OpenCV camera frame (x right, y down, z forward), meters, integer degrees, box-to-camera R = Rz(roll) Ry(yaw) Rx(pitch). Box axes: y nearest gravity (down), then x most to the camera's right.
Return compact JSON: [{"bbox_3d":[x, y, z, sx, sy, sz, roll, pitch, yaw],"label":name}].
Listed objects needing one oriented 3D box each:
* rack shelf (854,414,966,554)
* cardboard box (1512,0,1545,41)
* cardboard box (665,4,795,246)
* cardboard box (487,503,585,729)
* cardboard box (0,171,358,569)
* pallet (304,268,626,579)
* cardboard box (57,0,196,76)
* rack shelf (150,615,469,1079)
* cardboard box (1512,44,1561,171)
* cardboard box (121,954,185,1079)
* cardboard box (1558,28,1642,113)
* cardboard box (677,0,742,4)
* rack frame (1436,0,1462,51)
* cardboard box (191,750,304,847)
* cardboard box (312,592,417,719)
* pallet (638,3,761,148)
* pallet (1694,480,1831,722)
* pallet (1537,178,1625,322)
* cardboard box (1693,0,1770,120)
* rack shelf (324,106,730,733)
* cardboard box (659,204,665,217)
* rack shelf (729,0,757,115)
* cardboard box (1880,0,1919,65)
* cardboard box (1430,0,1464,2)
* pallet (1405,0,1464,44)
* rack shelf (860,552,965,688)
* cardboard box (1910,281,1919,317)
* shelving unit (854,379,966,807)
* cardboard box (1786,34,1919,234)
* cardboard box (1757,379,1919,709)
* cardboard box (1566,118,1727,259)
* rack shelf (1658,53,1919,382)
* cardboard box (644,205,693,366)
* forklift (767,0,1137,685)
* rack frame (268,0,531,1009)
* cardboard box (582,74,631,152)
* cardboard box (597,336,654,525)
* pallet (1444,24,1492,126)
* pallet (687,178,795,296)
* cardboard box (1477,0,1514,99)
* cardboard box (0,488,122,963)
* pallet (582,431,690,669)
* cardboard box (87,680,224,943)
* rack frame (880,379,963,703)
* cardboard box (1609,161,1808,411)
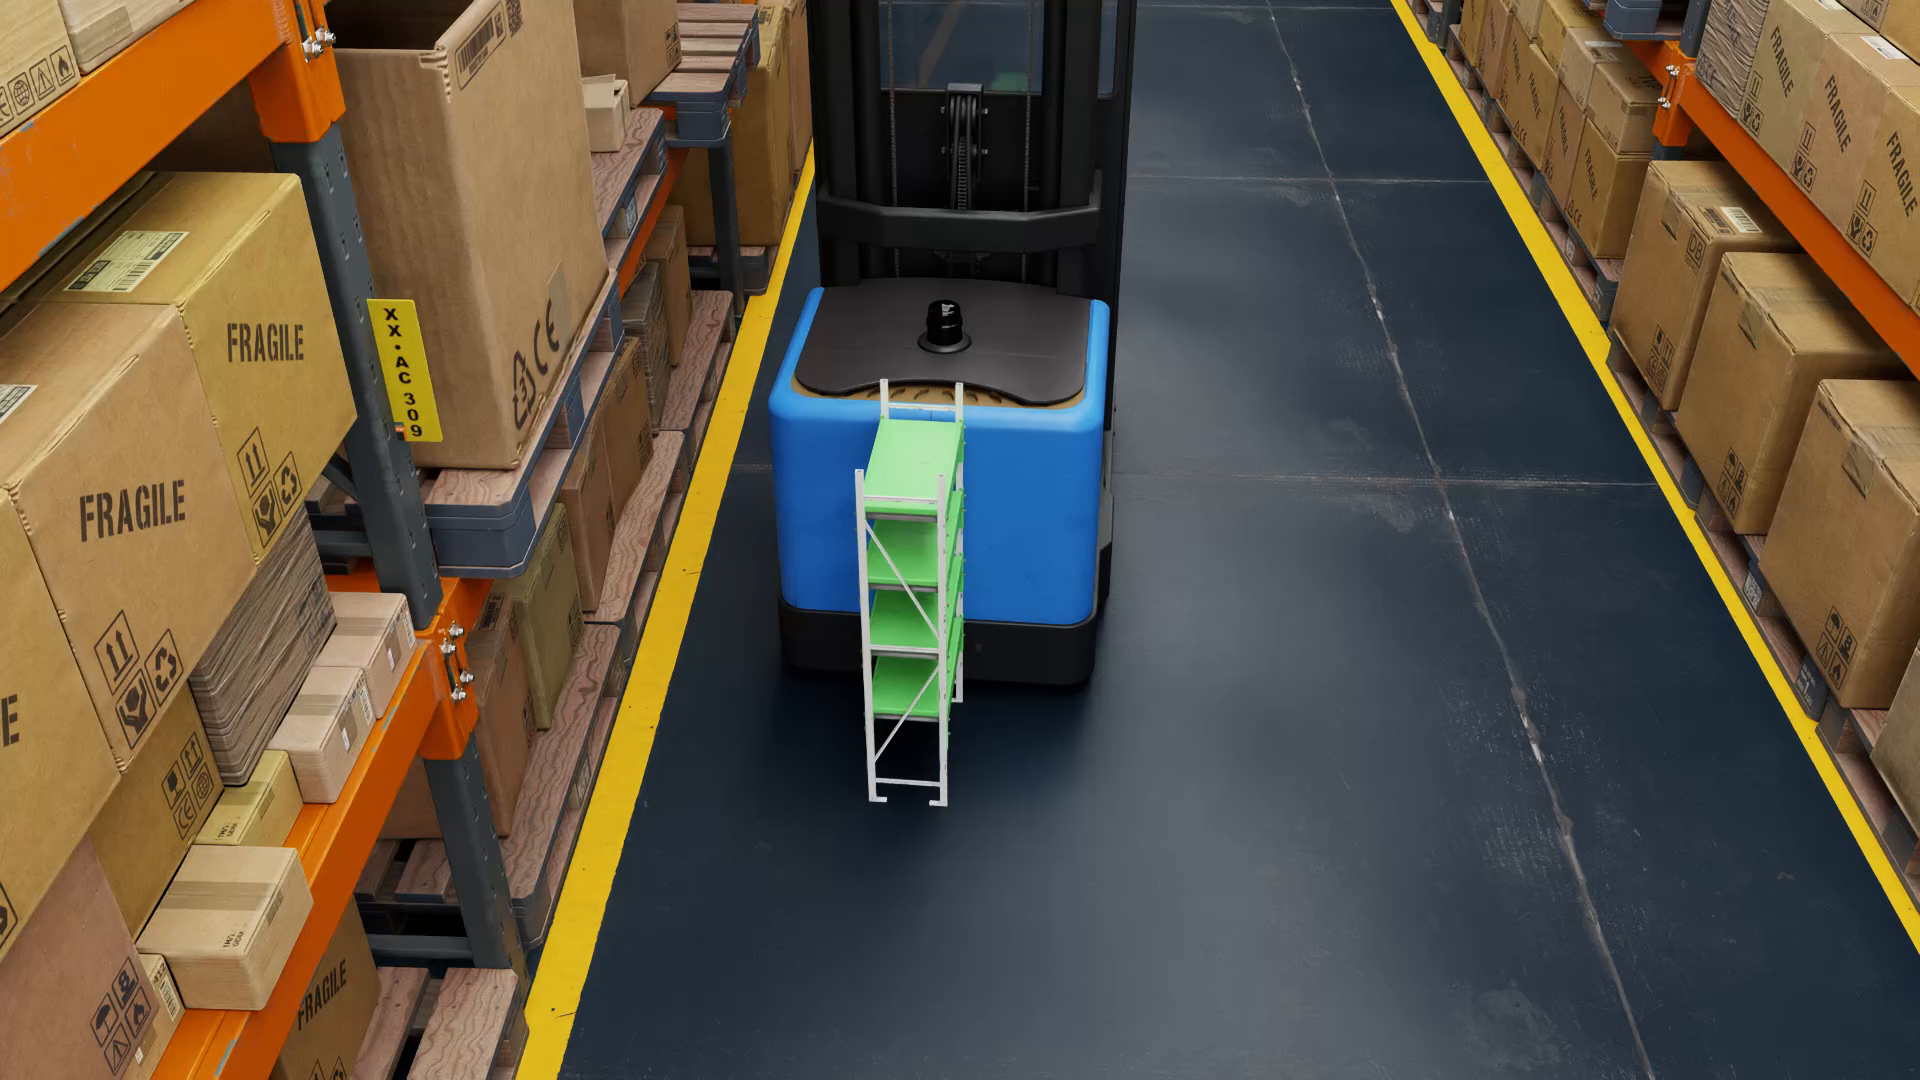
[{"bbox_3d":[-0.135,-0.166,4.719,0.258,0.148,0.480,3,35,5],"label":"rack shelf"},{"bbox_3d":[3.266,-2.856,8.862,0.500,0.250,0.500,3,35,4],"label":"cardboard box"},{"bbox_3d":[-1.461,-1.991,7.956,1.225,0.875,0.875,0,35,0],"label":"cardboard box"},{"bbox_3d":[-1.586,0.223,5.116,0.700,0.500,0.500,1,35,2],"label":"cardboard box"},{"bbox_3d":[-1.413,-0.301,2.854,0.500,0.500,0.500,1,35,2],"label":"cardboard box"},{"bbox_3d":[-1.494,-0.351,4.308,1.003,0.211,1.213,1,35,2],"label":"pallet"},{"bbox_3d":[-1.427,-0.892,2.432,0.500,0.250,0.500,3,35,4],"label":"cardboard box"},{"bbox_3d":[-1.750,1.449,2.205,1.077,0.370,4.000,1,35,2],"label":"rack shelf"},{"bbox_3d":[3.238,-2.255,8.659,0.500,0.500,0.500,0,35,0],"label":"cardboard box"},{"bbox_3d":[-1.515,0.812,2.705,0.380,0.149,0.250,1,35,2],"label":"cardboard box"},{"bbox_3d":[3.218,-2.265,8.020,0.500,0.250,0.500,2,35,3],"label":"cardboard box"},{"bbox_3d":[-1.218,-2.606,7.262,0.500,0.500,0.500,2,35,3],"label":"cardboard box"},{"bbox_3d":[3.603,-4.418,9.927,1.000,3.000,0.127,1,35,2],"label":"rack frame"},{"bbox_3d":[-1.474,0.525,3.113,0.380,0.149,0.250,1,35,2],"label":"cardboard box"},{"bbox_3d":[-1.385,0.239,3.520,0.380,0.149,0.250,1,35,2],"label":"cardboard box"},{"bbox_3d":[-1.431,-1.802,6.372,1.213,0.211,1.003,1,35,2],"label":"pallet"},{"bbox_3d":[3.284,0.172,5.822,1.003,0.211,1.213,1,35,2],"label":"pallet"},{"bbox_3d":[3.476,-1.428,8.098,1.003,0.211,1.213,1,35,2],"label":"pallet"},{"bbox_3d":[3.155,-1.909,6.270,0.500,0.500,0.500,2,35,2],"label":"cardboard box"},{"bbox_3d":[-1.589,-0.849,5.475,1.077,0.370,4.000,1,35,2],"label":"rack shelf"},{"bbox_3d":[-1.506,-1.371,6.731,0.500,0.250,0.500,3,35,4],"label":"cardboard box"},{"bbox_3d":[-1.429,-3.147,8.745,1.077,0.370,4.000,1,35,2],"label":"rack shelf"},{"bbox_3d":[3.377,-1.726,5.141,0.700,0.500,0.500,1,35,1],"label":"cardboard box"},{"bbox_3d":[3.279,-3.656,10.958,0.380,0.149,0.250,2,35,2],"label":"cardboard box"},{"bbox_3d":[3.595,-3.663,11.279,1.003,0.211,1.213,1,35,2],"label":"pallet"},{"bbox_3d":[-0.135,0.227,4.995,0.258,0.148,0.480,3,35,5],"label":"rack shelf"},{"bbox_3d":[3.077,-0.749,4.620,0.500,0.500,0.500,2,35,2],"label":"cardboard box"},{"bbox_3d":[-0.135,0.174,4.959,0.258,1.200,0.503,3,35,5],"label":"shelving unit"},{"bbox_3d":[3.117,-1.327,5.442,0.500,0.500,0.500,1,35,2],"label":"cardboard box"},{"bbox_3d":[3.260,0.014,5.212,1.050,0.750,0.750,1,35,2],"label":"cardboard box"},{"bbox_3d":[3.208,-1.653,7.802,0.500,0.500,0.500,1,35,2],"label":"cardboard box"},{"bbox_3d":[3.362,-0.676,5.229,1.077,0.370,4.000,1,35,2],"label":"rack shelf"},{"bbox_3d":[-1.516,-1.064,6.947,0.700,0.500,0.500,0,35,-1],"label":"cardboard box"},{"bbox_3d":[0.062,-1.555,5.914,1.130,2.935,3.031,3,35,5],"label":"forklift"},{"bbox_3d":[-1.670,0.006,3.633,1.000,3.000,0.127,1,35,2],"label":"rack frame"},{"bbox_3d":[-1.306,-1.445,5.449,0.396,0.266,0.258,0,35,1],"label":"cardboard box"},{"bbox_3d":[-1.541,-0.419,6.029,0.700,0.500,0.500,4,35,6],"label":"cardboard box"},{"bbox_3d":[3.574,-2.829,10.092,1.003,0.211,1.213,1,35,2],"label":"pallet"},{"bbox_3d":[-1.402,-1.603,8.347,1.003,0.211,1.213,1,35,2],"label":"pallet"},{"bbox_3d":[3.289,-2.844,9.497,0.500,0.500,0.500,3,35,4],"label":"cardboard box"},{"bbox_3d":[-1.453,0.274,2.037,0.500,0.500,0.500,1,35,2],"label":"cardboard box"},{"bbox_3d":[-1.594,-0.003,6.071,1.003,0.211,1.213,1,35,2],"label":"pallet"},{"bbox_3d":[-1.805,0.387,2.745,0.875,0.500,0.500,1,35,2],"label":"cardboard box"},{"bbox_3d":[-0.111,0.035,5.157,0.240,1.200,0.015,3,35,5],"label":"rack frame"},{"bbox_3d":[3.328,-1.023,6.688,1.050,0.750,0.750,1,35,1],"label":"cardboard box"}]
